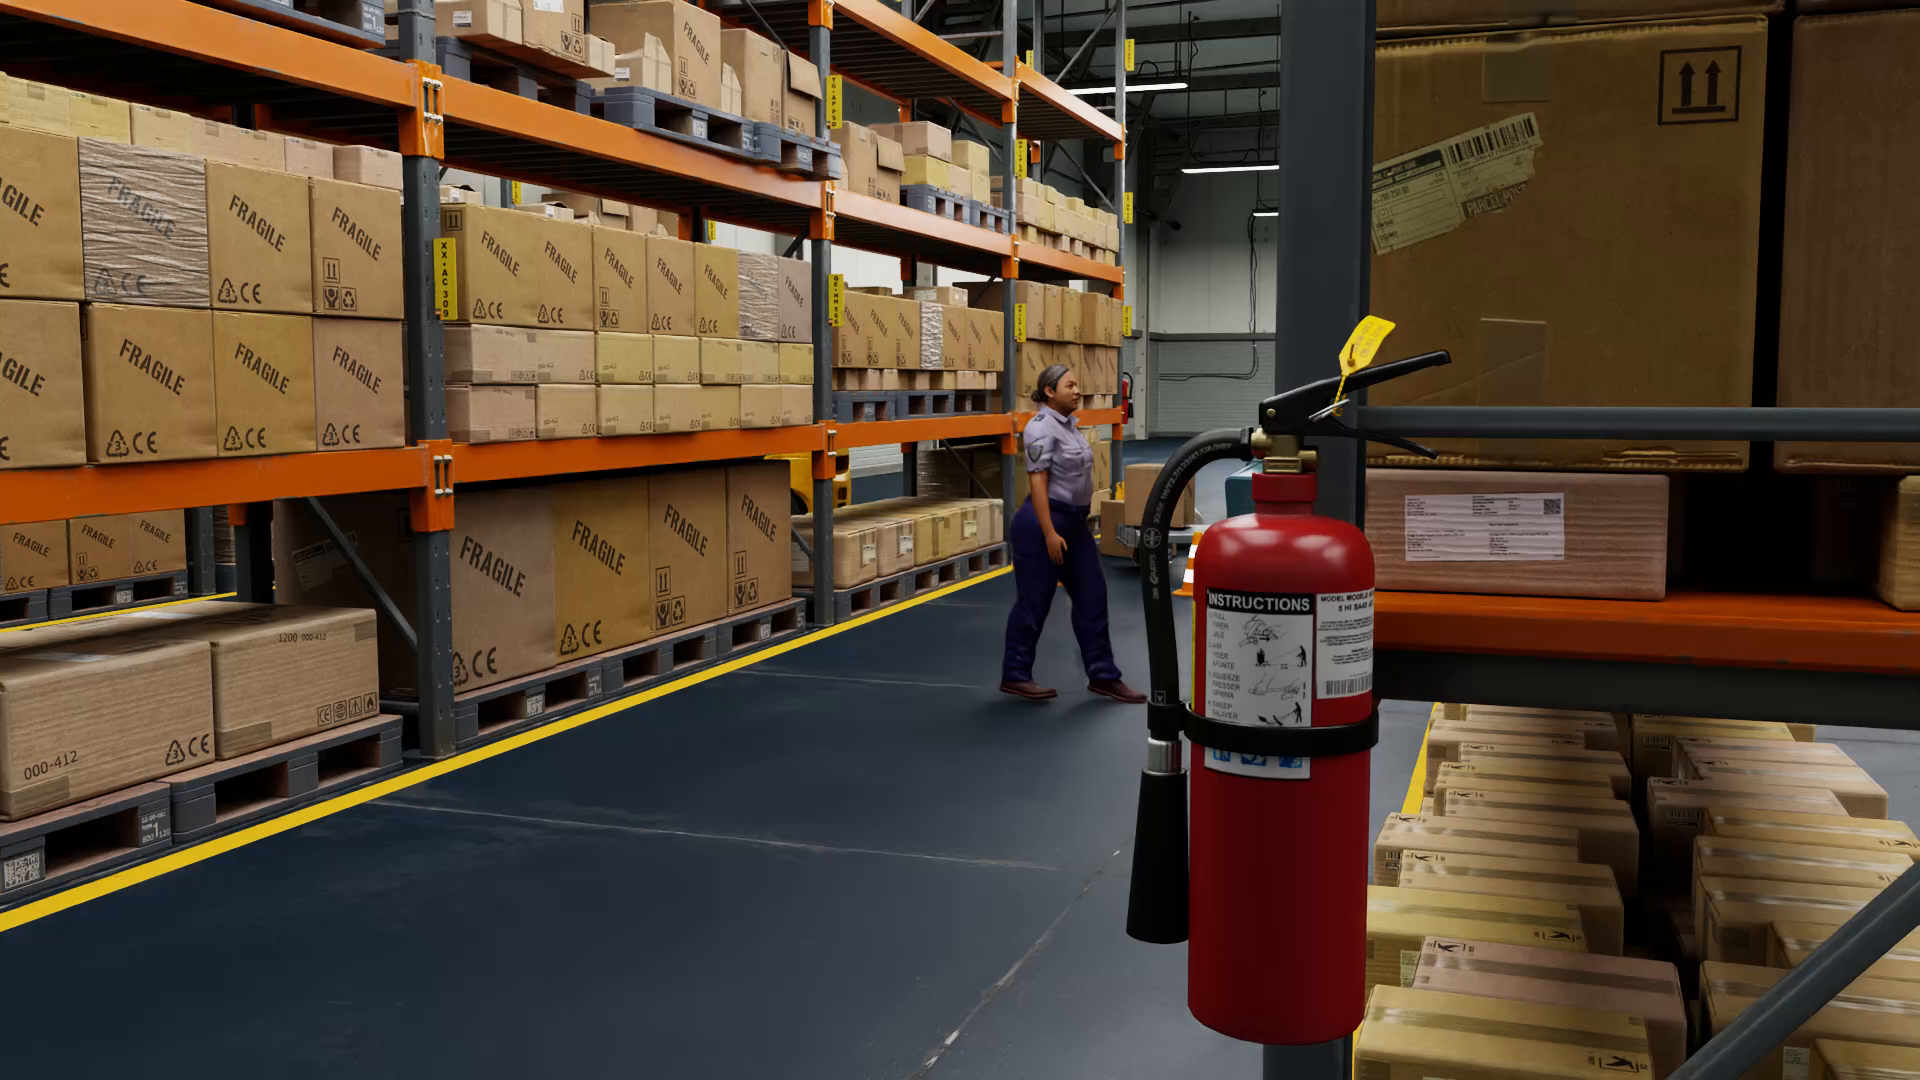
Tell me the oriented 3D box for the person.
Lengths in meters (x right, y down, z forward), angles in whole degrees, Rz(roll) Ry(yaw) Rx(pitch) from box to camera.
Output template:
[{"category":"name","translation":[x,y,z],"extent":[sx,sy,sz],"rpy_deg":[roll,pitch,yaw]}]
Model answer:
[{"category":"person","translation":[0.523,-0.023,8.061],"extent":[0.683,1.656,0.493],"rpy_deg":[3,6,28]}]
